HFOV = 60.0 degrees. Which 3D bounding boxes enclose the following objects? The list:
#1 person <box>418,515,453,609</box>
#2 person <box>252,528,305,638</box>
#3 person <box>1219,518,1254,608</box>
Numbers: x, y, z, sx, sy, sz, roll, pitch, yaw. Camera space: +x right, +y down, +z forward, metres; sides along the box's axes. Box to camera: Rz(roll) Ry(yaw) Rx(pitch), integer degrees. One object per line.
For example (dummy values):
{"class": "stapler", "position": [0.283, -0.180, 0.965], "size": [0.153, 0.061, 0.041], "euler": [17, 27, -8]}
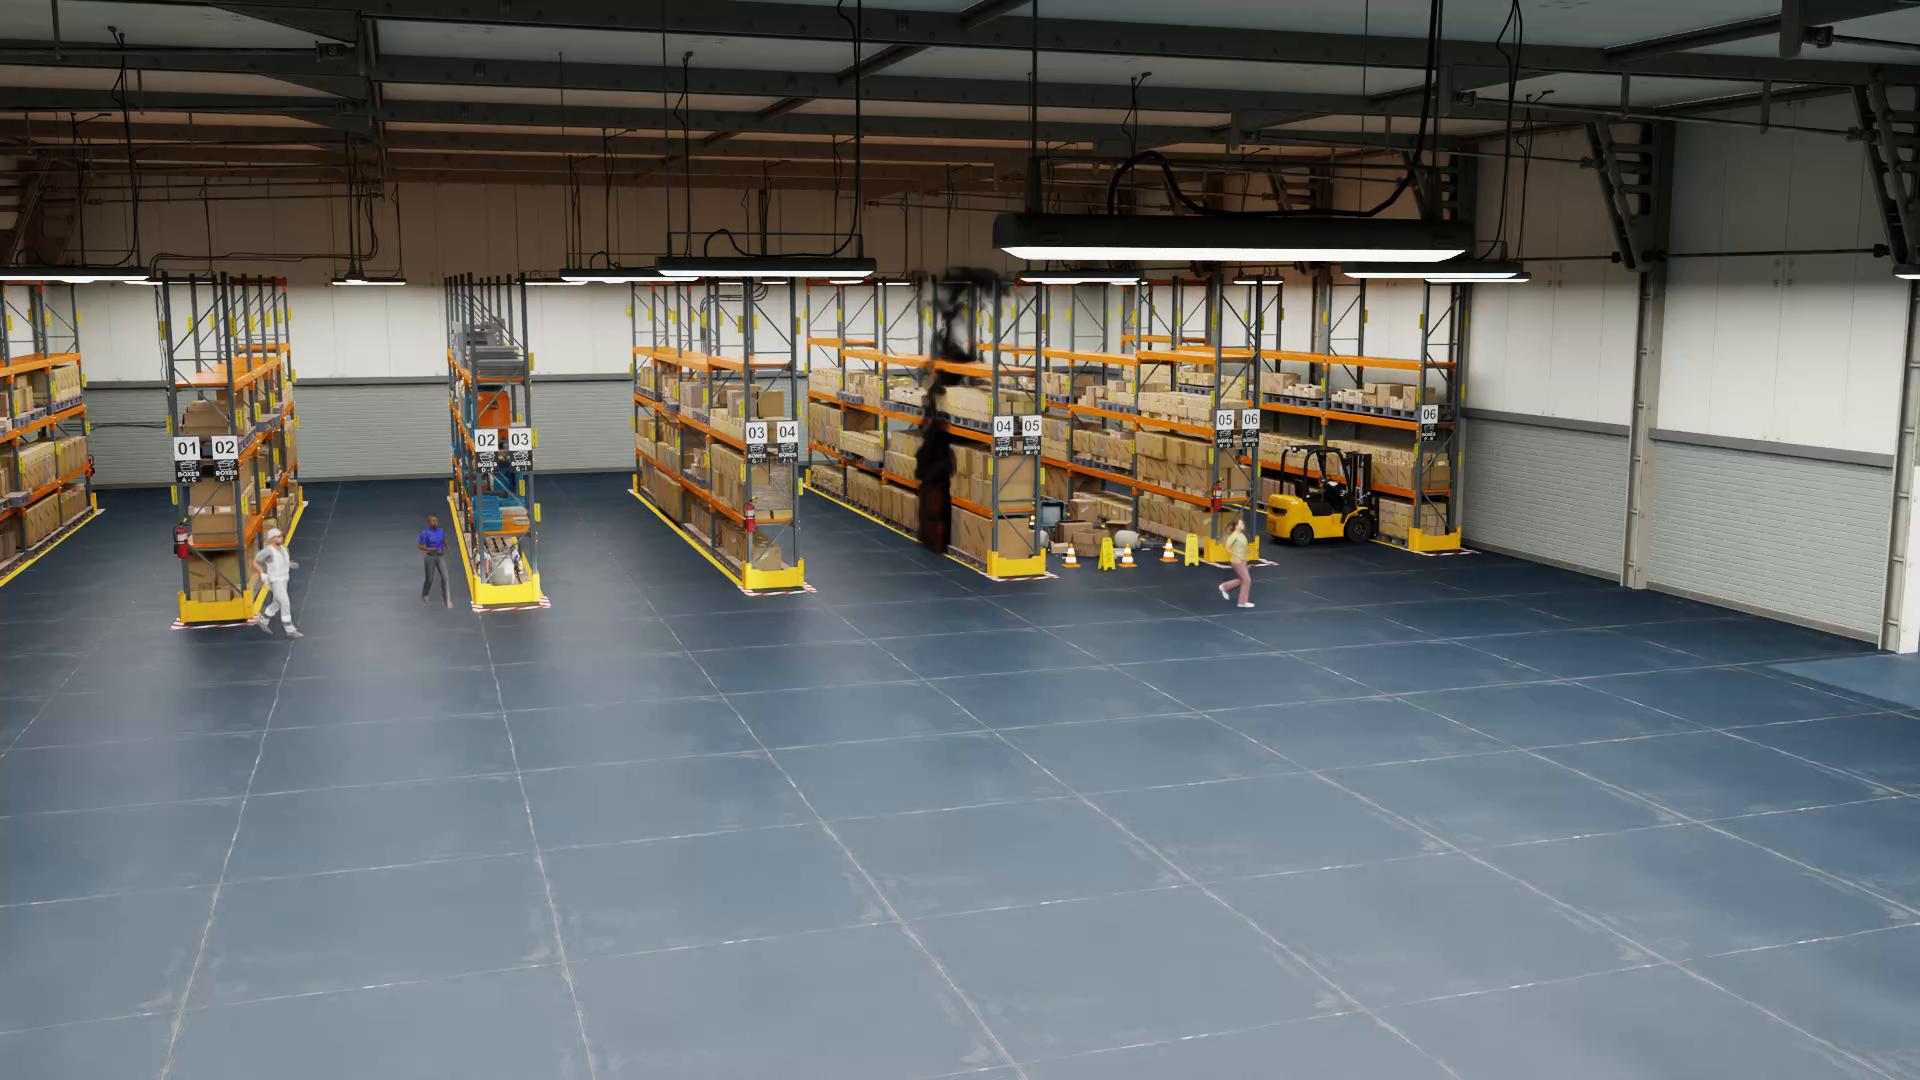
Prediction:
{"class": "person", "position": [-9.505, 0.400, 30.050], "size": [0.611, 1.710, 0.776], "euler": [-8, 11, -41]}
{"class": "person", "position": [-11.223, 0.698, 27.343], "size": [0.924, 1.790, 0.666], "euler": [2, 9, 10]}
{"class": "person", "position": [4.996, 0.399, 30.050], "size": [0.702, 1.624, 0.584], "euler": [5, 10, 29]}
